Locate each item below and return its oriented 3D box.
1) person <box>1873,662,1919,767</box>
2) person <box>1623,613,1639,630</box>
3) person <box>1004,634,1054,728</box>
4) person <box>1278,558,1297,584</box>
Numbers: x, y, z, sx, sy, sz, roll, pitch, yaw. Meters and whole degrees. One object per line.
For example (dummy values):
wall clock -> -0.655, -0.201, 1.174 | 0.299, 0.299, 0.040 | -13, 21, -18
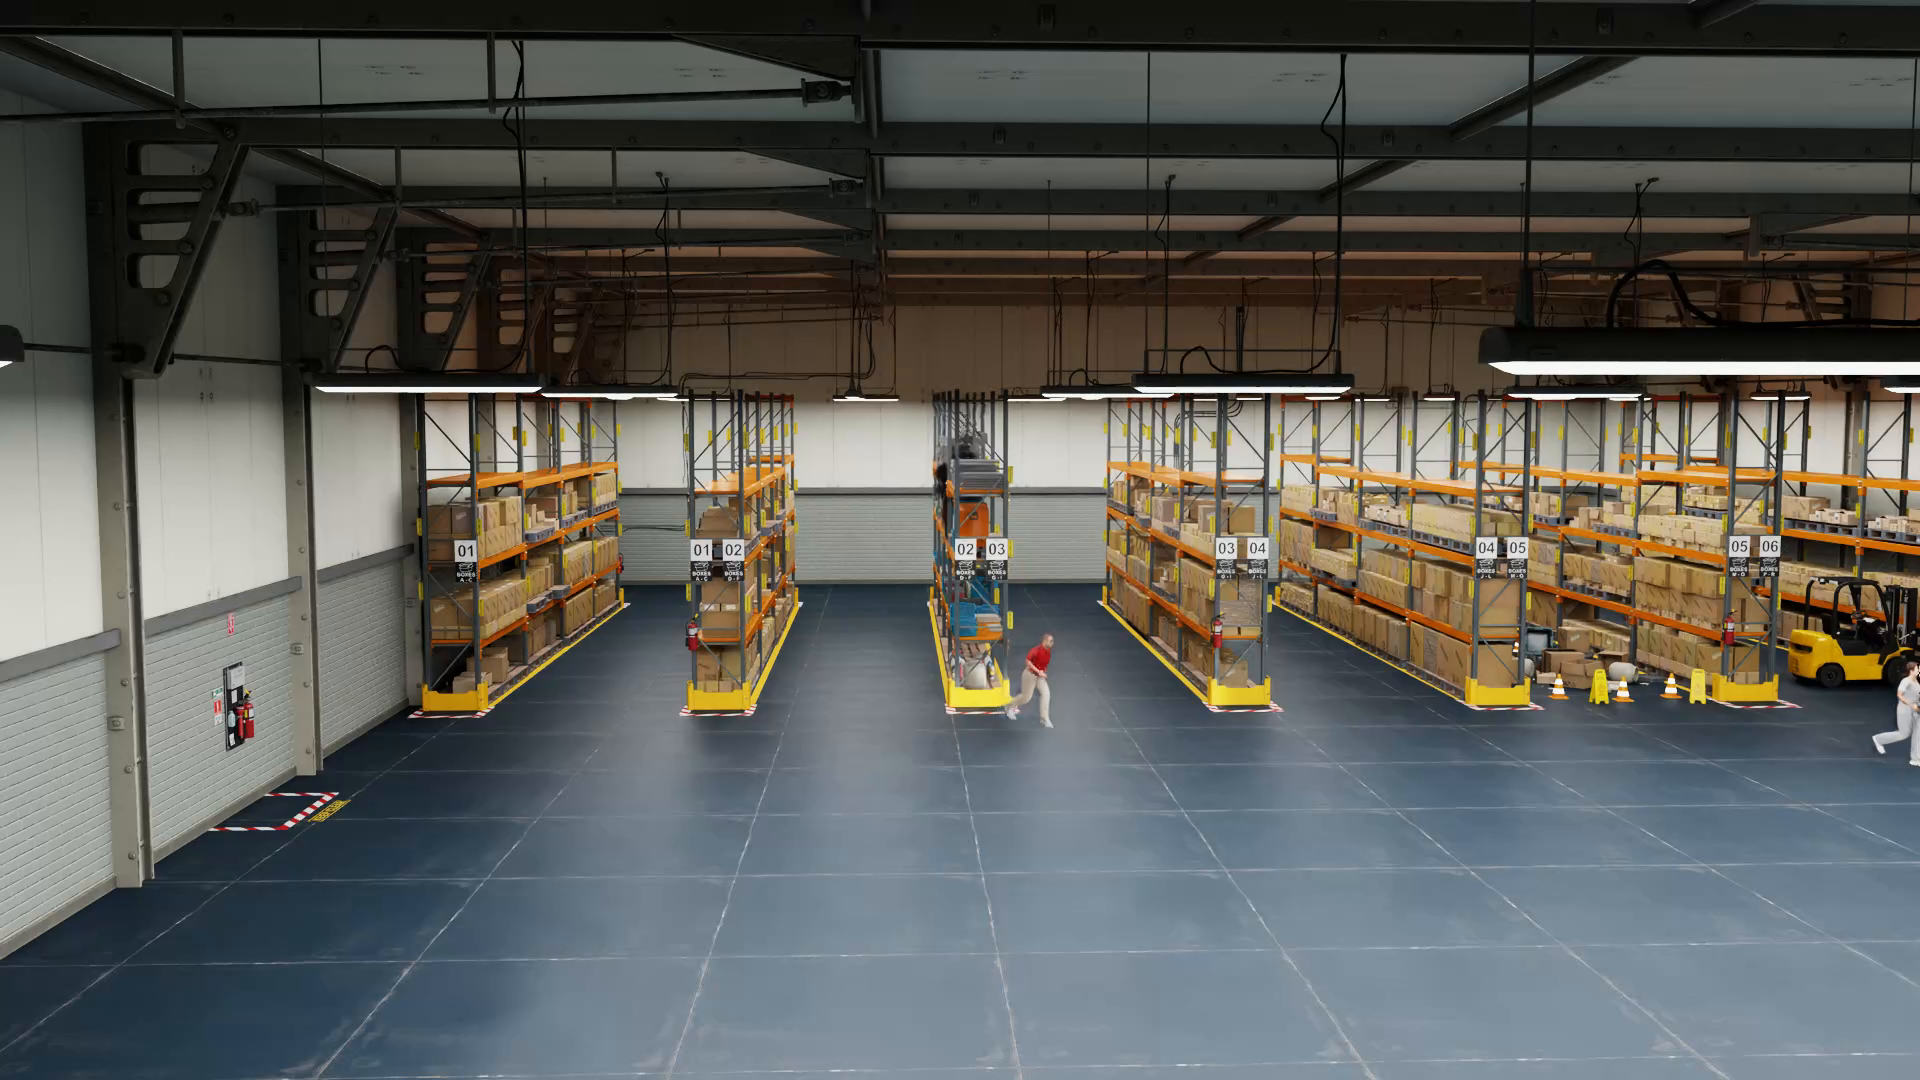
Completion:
person -> 15.043, 2.761, 26.474 | 0.588, 1.638, 0.897 | -4, 6, -39
person -> 16.570, 1.564, 40.922 | 0.564, 1.633, 0.566 | 0, 5, -4
person -> 1.254, 2.495, 29.780 | 1.020, 1.696, 0.699 | 3, 5, 30
person -> 9.726, 0.864, 48.895 | 0.741, 1.869, 0.710 | -1, 5, -9
